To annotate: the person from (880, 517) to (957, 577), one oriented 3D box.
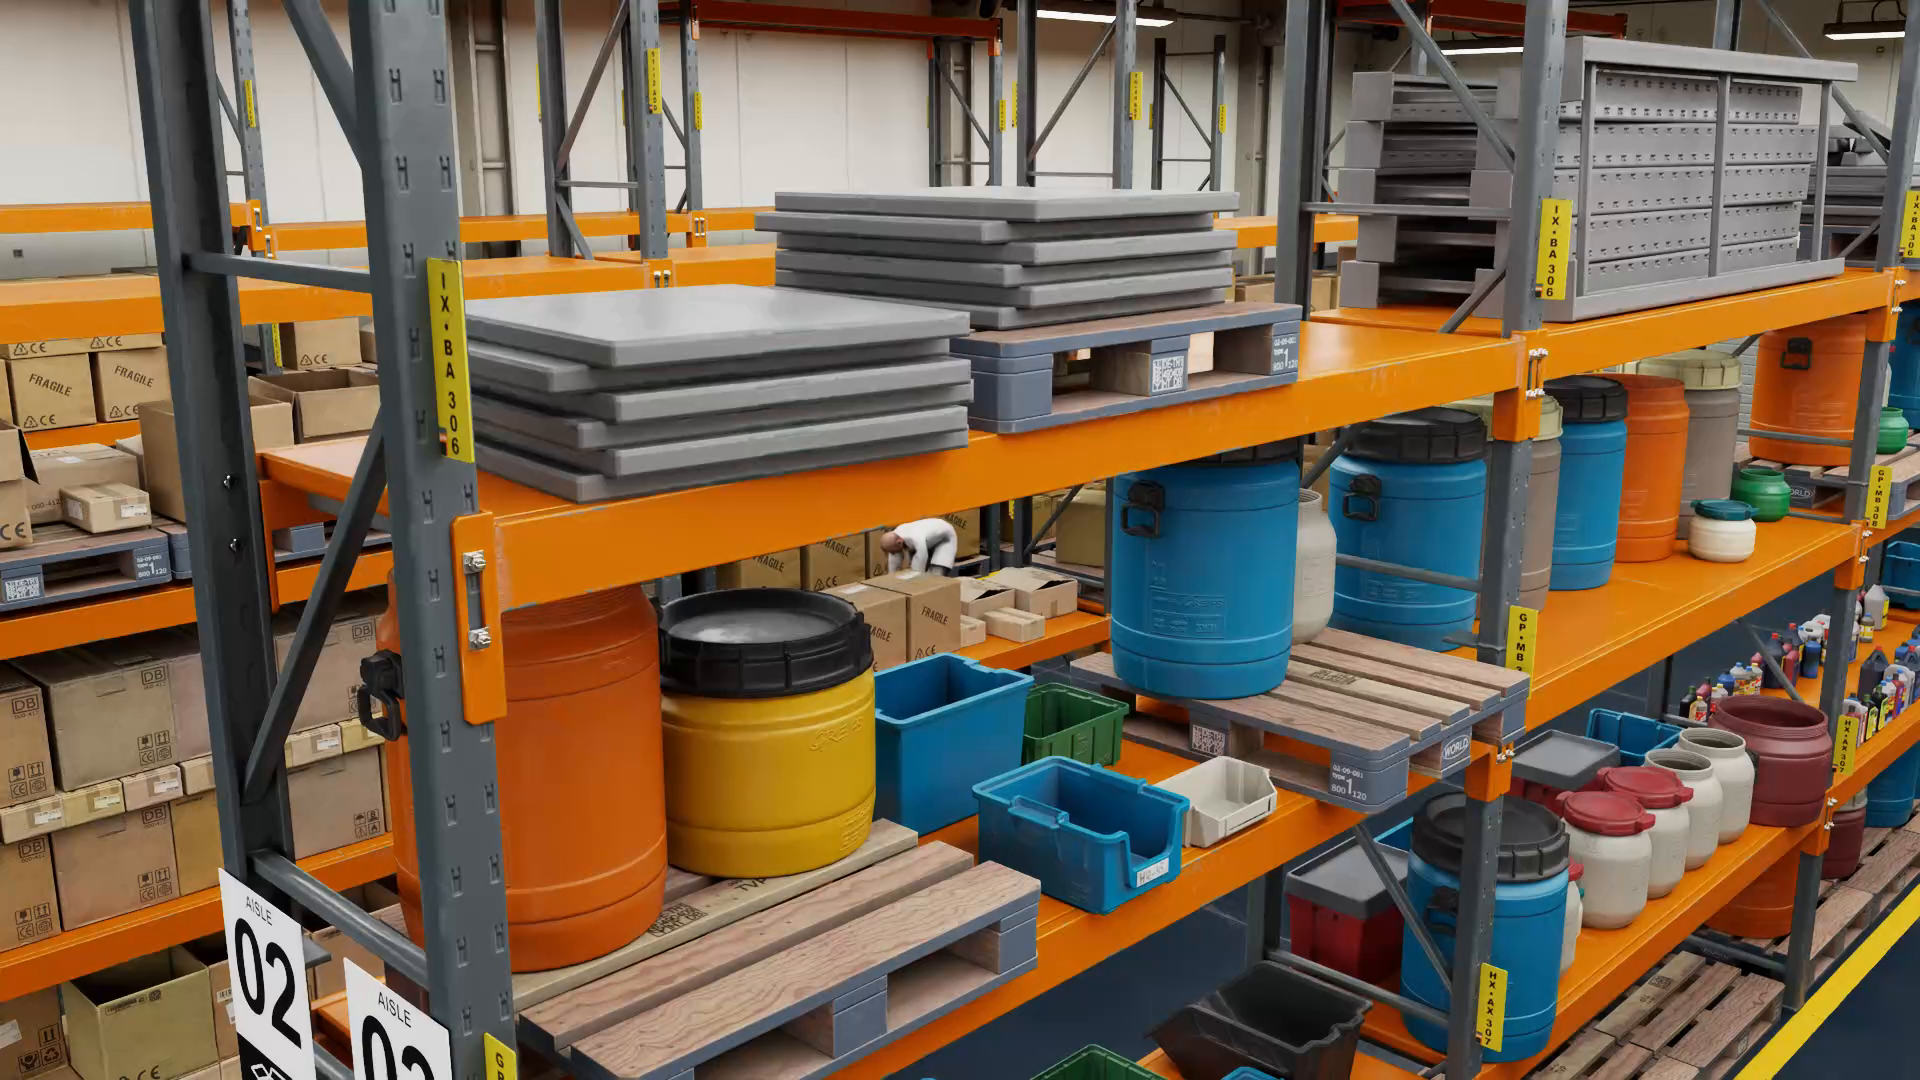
[{"bbox_3d":[-0.424,0.358,16.432,0.562,1.126,0.950,12,18,40],"label":"person"}]
